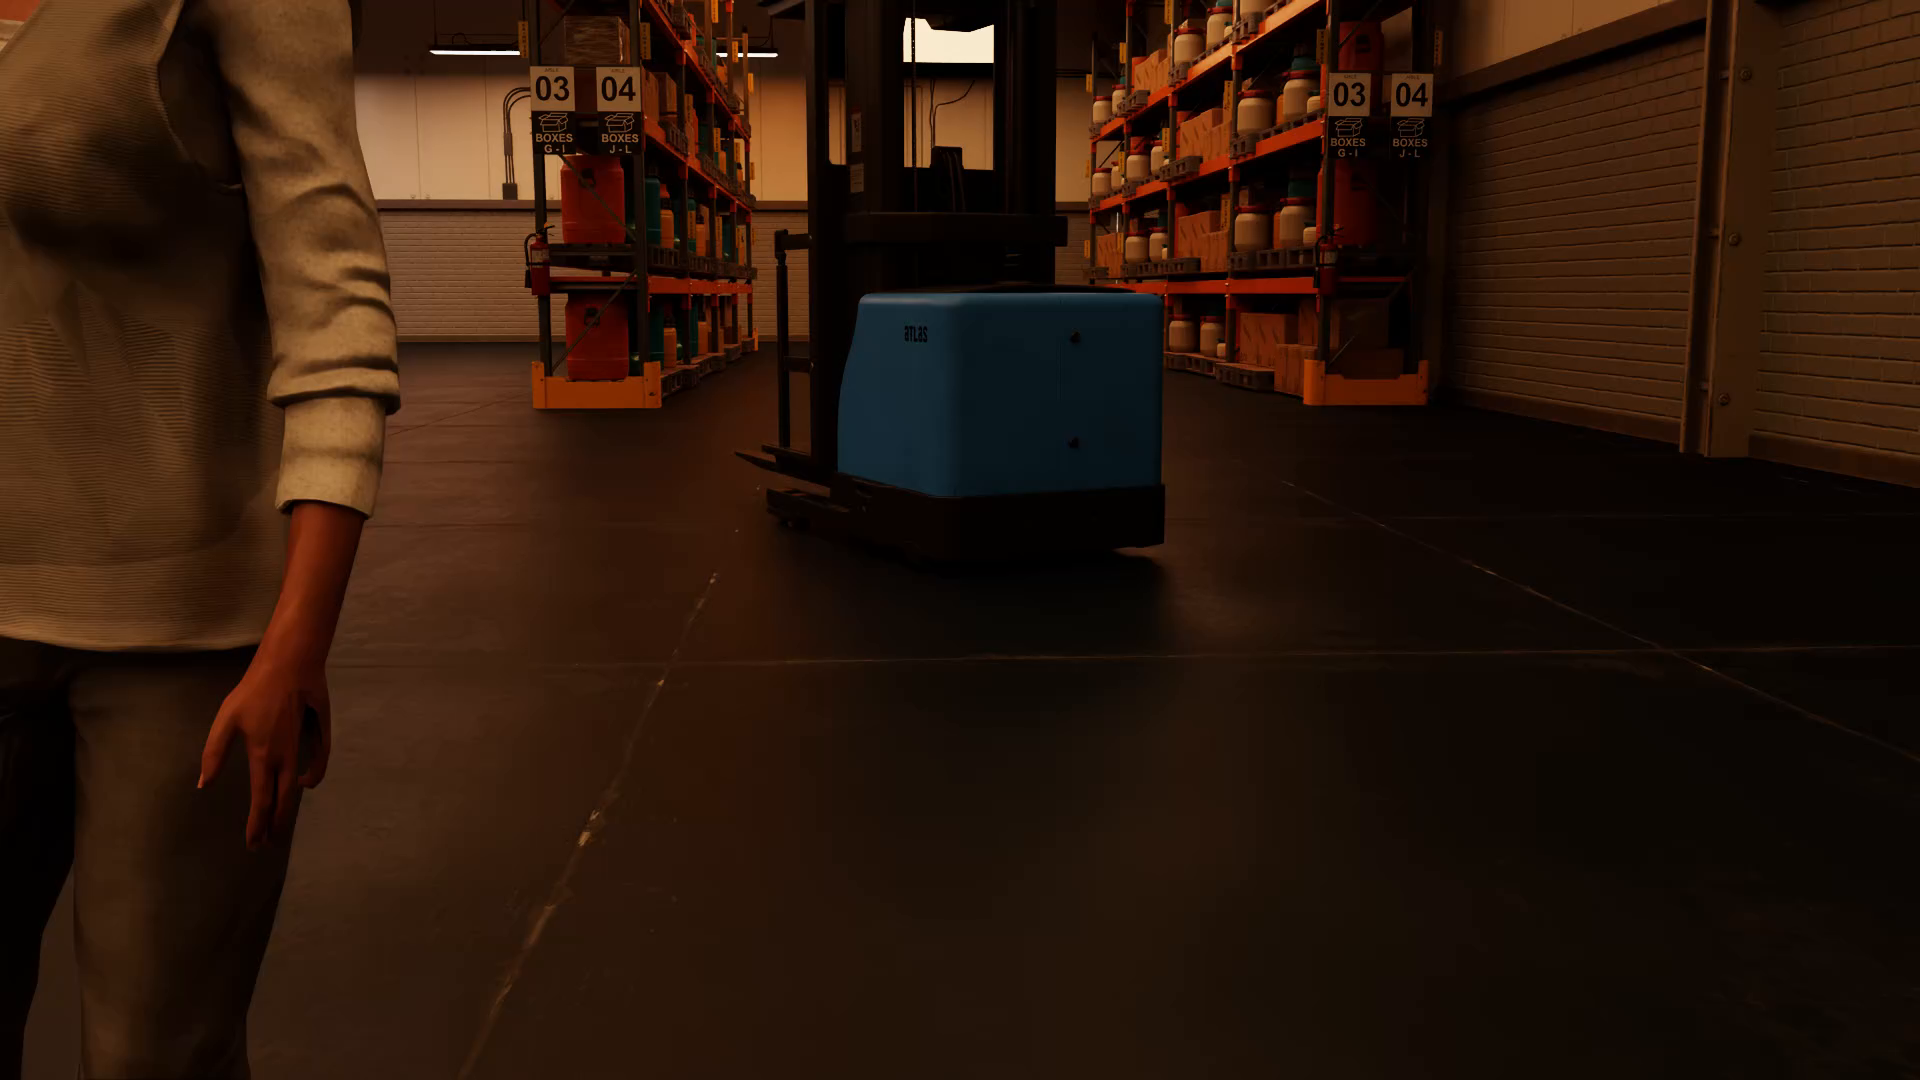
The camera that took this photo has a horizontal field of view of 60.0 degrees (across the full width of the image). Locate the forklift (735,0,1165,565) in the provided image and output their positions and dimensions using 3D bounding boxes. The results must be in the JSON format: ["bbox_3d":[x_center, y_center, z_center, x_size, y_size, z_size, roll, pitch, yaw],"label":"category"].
[{"bbox_3d":[-0.264,-1.530,7.637,1.130,2.935,3.031,-4,9,-25],"label":"forklift"}]
